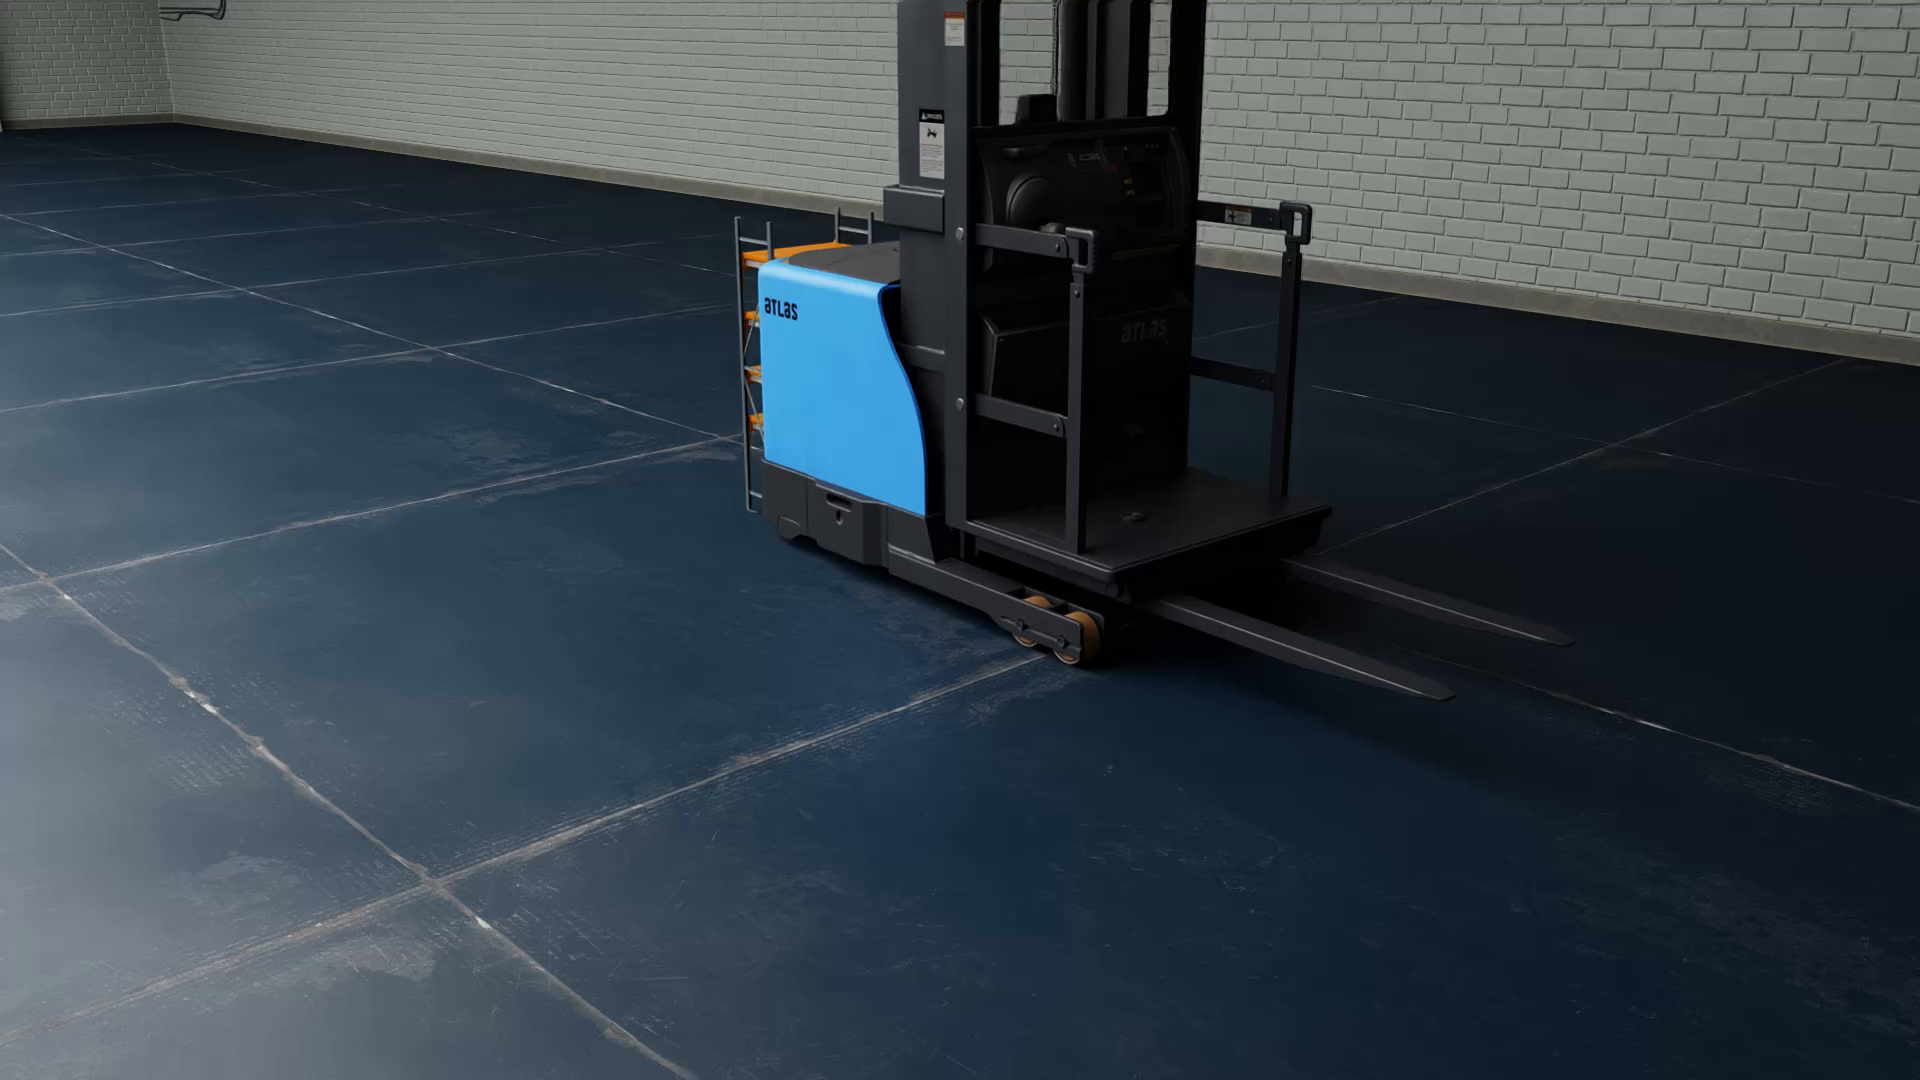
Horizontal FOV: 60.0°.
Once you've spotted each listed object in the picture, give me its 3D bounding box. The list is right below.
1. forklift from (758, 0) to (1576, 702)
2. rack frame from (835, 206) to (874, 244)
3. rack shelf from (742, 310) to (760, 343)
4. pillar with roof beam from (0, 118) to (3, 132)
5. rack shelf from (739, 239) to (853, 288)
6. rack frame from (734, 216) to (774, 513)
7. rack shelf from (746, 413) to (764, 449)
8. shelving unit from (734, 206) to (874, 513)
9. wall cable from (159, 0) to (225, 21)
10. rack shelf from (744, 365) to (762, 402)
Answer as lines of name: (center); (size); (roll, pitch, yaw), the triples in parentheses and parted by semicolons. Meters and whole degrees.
forklift: (0.563, -1.175, 5.357); (1.130, 2.935, 3.031); (-15, 23, -38)
rack frame: (-0.428, -0.765, 6.897); (0.015, 1.200, 0.240); (-15, 23, -39)
rack shelf: (-0.612, -0.864, 6.697); (0.480, 0.148, 0.258); (-15, 23, -39)
pillar with roof beam: (-12.711, -9.891, 22.401); (0.400, 9.000, 9.100); (-16, 24, -41)
rack shelf: (-0.612, -1.089, 6.624); (0.480, 0.148, 0.258); (-15, 23, -39)
rack frame: (-0.796, -0.666, 6.592); (0.015, 1.200, 0.240); (-15, 23, -39)
rack shelf: (-0.612, -0.462, 6.827); (0.480, 0.148, 0.258); (-15, 23, -39)
shelving unit: (-0.612, -0.715, 6.745); (0.503, 1.200, 0.258); (-15, 23, -39)
wall cable: (-12.620, -9.707, 26.867); (0.112, 2.526, 3.097); (-16, 24, -41)
rack shelf: (-0.612, -0.651, 6.766); (0.480, 0.148, 0.258); (-15, 23, -39)
